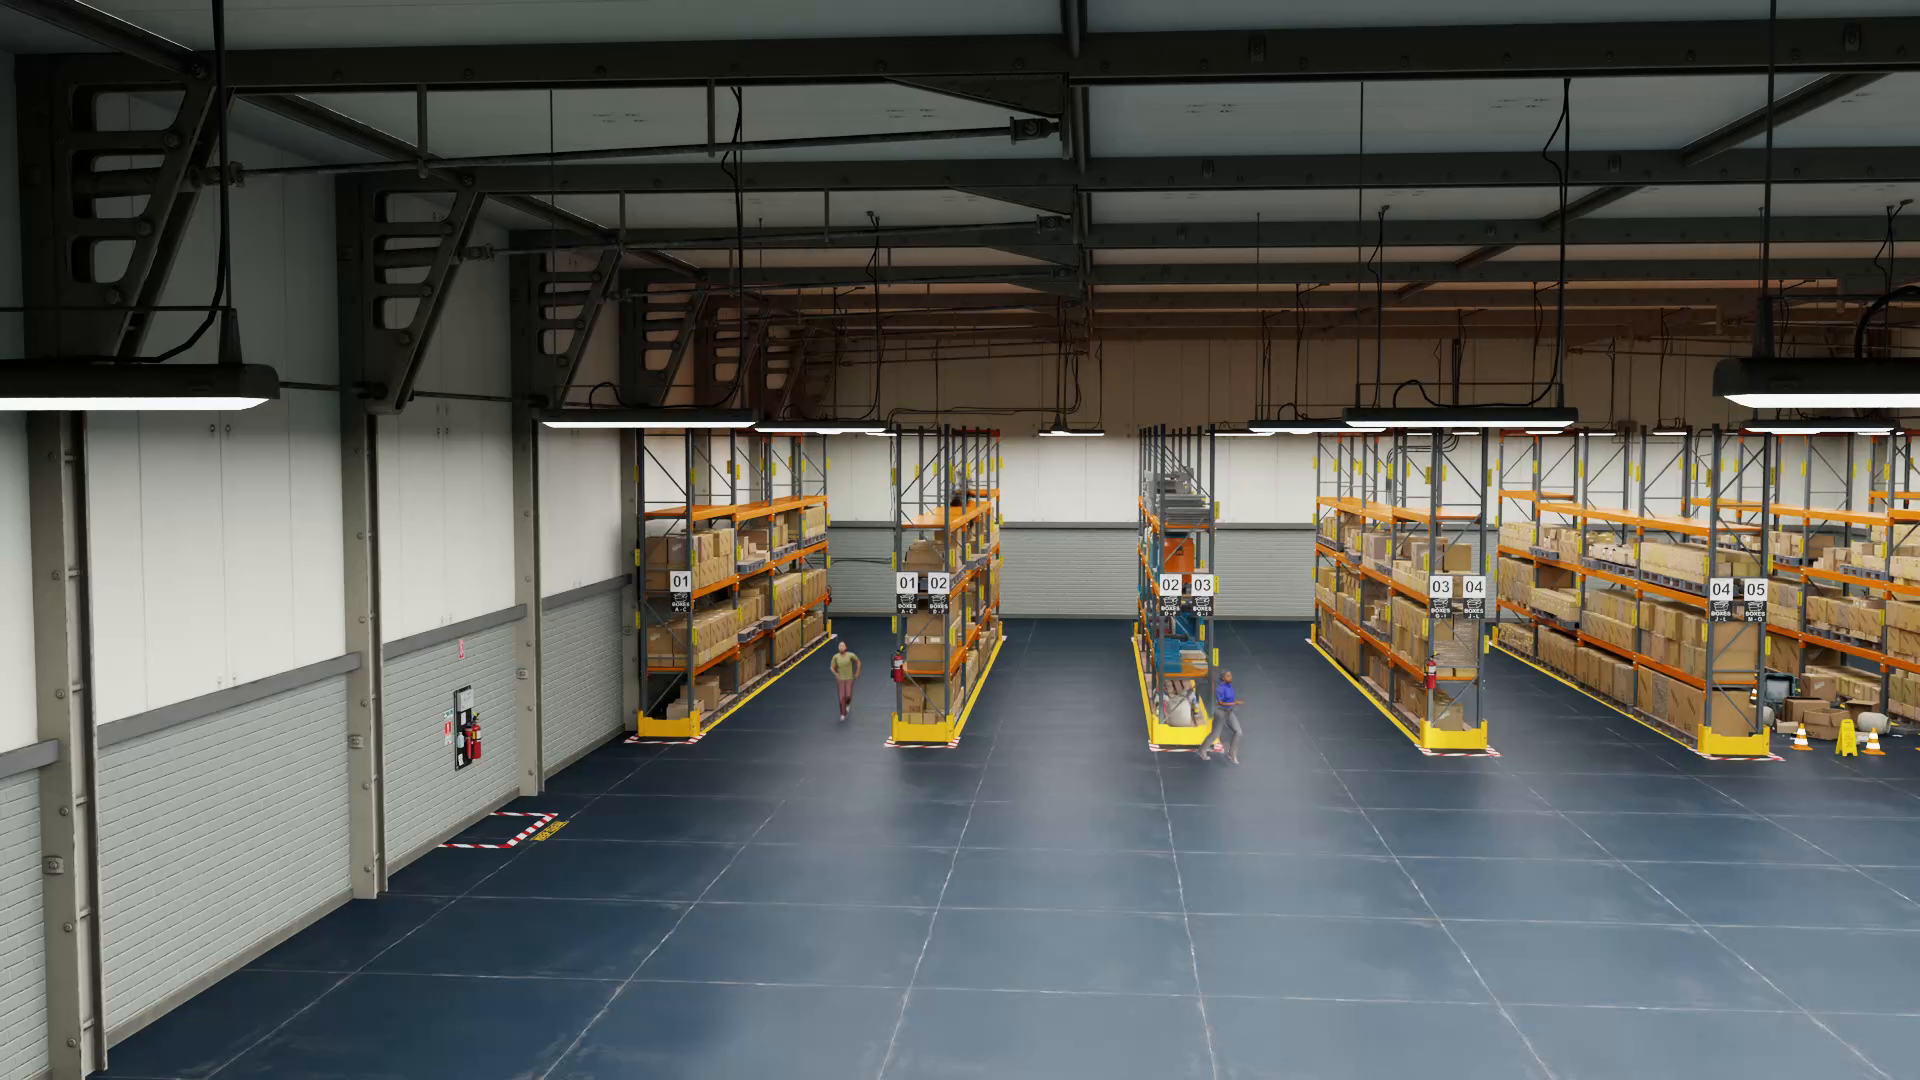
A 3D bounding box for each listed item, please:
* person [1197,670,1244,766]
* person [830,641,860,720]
[{"bbox_3d":[4.634,3.129,29.292,0.884,1.682,0.584,3,5,43],"label":"person"},{"bbox_3d":[-2.344,2.861,33.806,0.602,1.631,0.577,0,3,2],"label":"person"}]
